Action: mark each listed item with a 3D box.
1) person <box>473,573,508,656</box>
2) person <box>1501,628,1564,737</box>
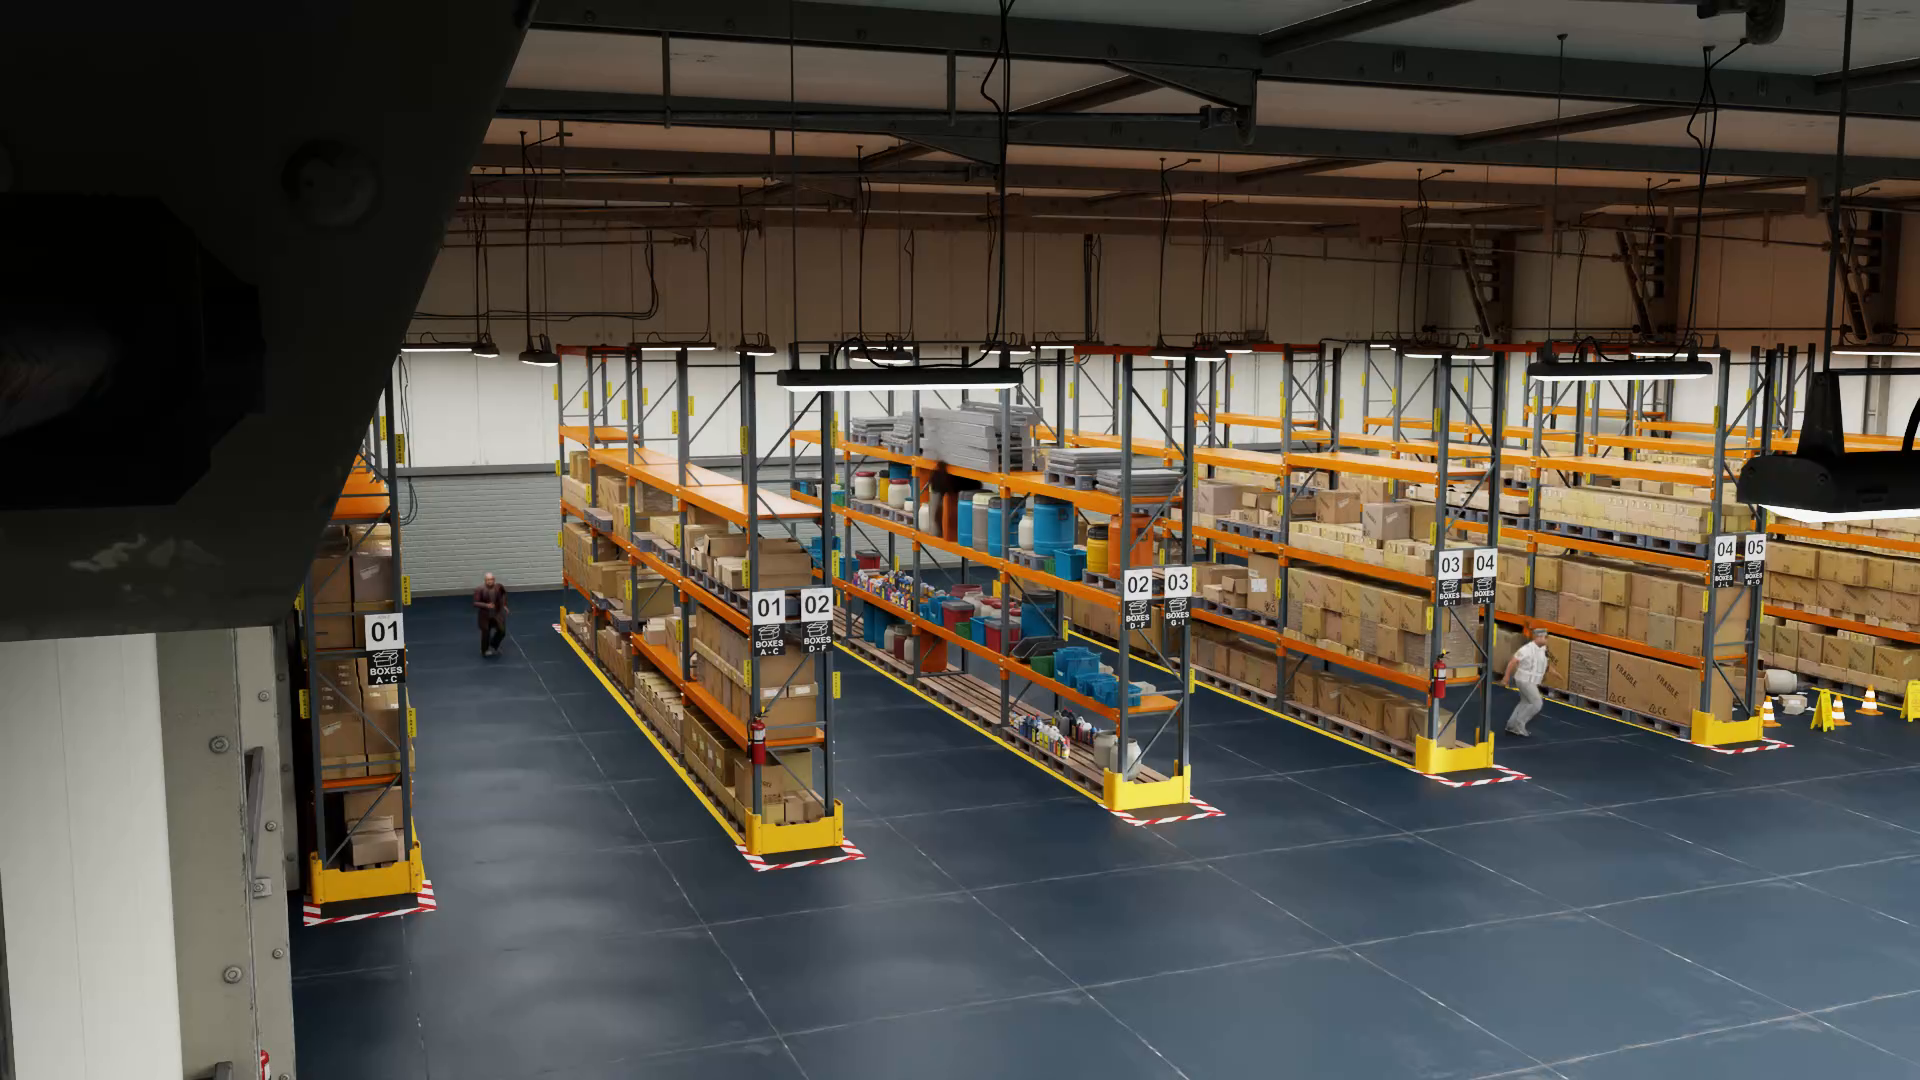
[{"bbox_3d":[-9.023,1.443,31.976,0.712,1.670,0.928,-4,9,-32],"label":"person"},{"bbox_3d":[8.918,2.199,25.829,0.837,1.706,0.629,6,10,41],"label":"person"}]
